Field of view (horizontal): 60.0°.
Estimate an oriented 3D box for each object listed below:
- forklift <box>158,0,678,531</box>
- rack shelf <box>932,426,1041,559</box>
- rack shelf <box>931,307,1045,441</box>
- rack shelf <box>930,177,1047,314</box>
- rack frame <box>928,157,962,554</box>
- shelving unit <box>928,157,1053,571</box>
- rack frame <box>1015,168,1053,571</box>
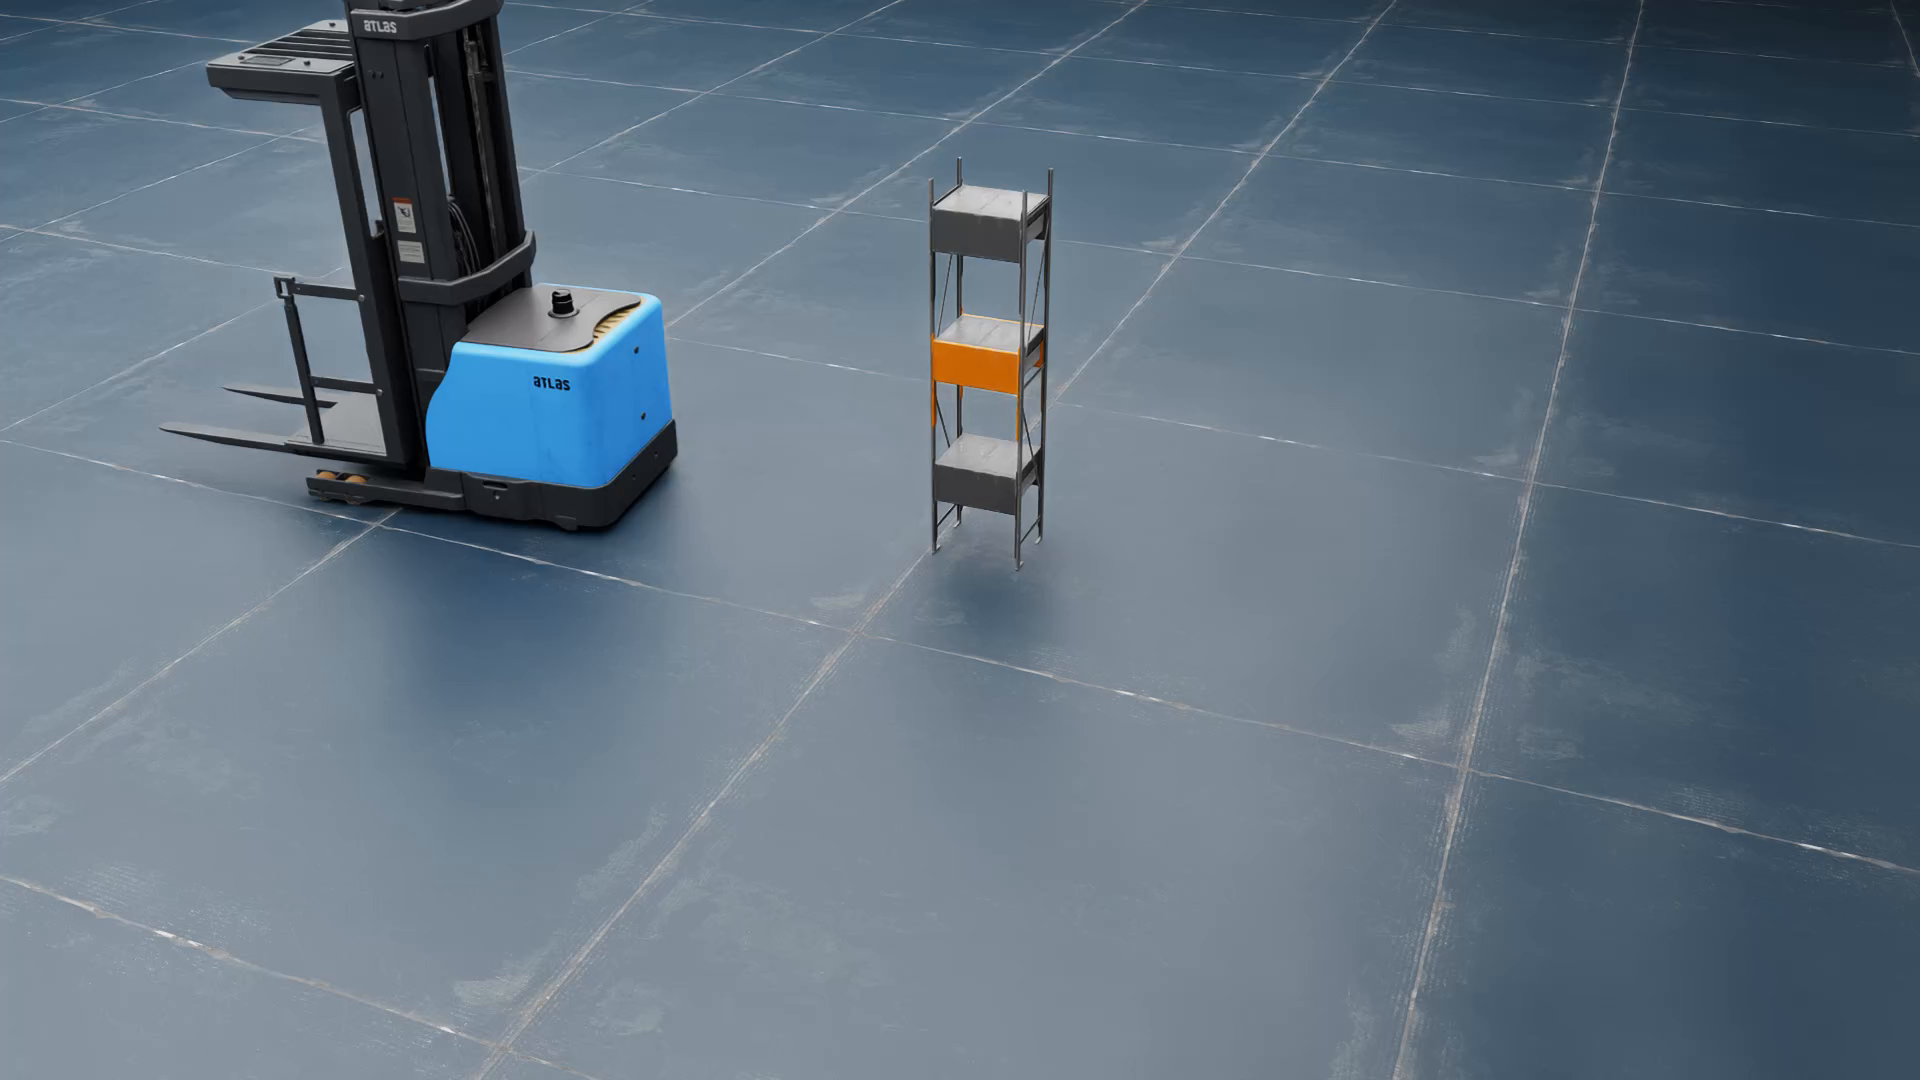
[{"bbox_3d":[-3.276,-1.719,9.313,3.031,2.935,1.130,8,30,13],"label":"forklift"},{"bbox_3d":[0.153,-0.262,9.030,0.480,0.518,0.431,11,31,19],"label":"rack shelf"},{"bbox_3d":[0.153,-0.872,8.686,0.480,0.518,0.431,11,31,19],"label":"rack shelf"},{"bbox_3d":[0.153,-1.481,8.341,0.480,0.518,0.431,11,31,19],"label":"rack shelf"},{"bbox_3d":[-0.073,-0.929,8.759,0.015,2.100,0.400,11,31,19],"label":"rack frame"},{"bbox_3d":[0.153,-0.883,8.679,0.503,2.100,0.431,11,31,19],"label":"shelving unit"},{"bbox_3d":[0.379,-0.838,8.599,0.015,2.100,0.400,11,31,19],"label":"rack frame"}]
